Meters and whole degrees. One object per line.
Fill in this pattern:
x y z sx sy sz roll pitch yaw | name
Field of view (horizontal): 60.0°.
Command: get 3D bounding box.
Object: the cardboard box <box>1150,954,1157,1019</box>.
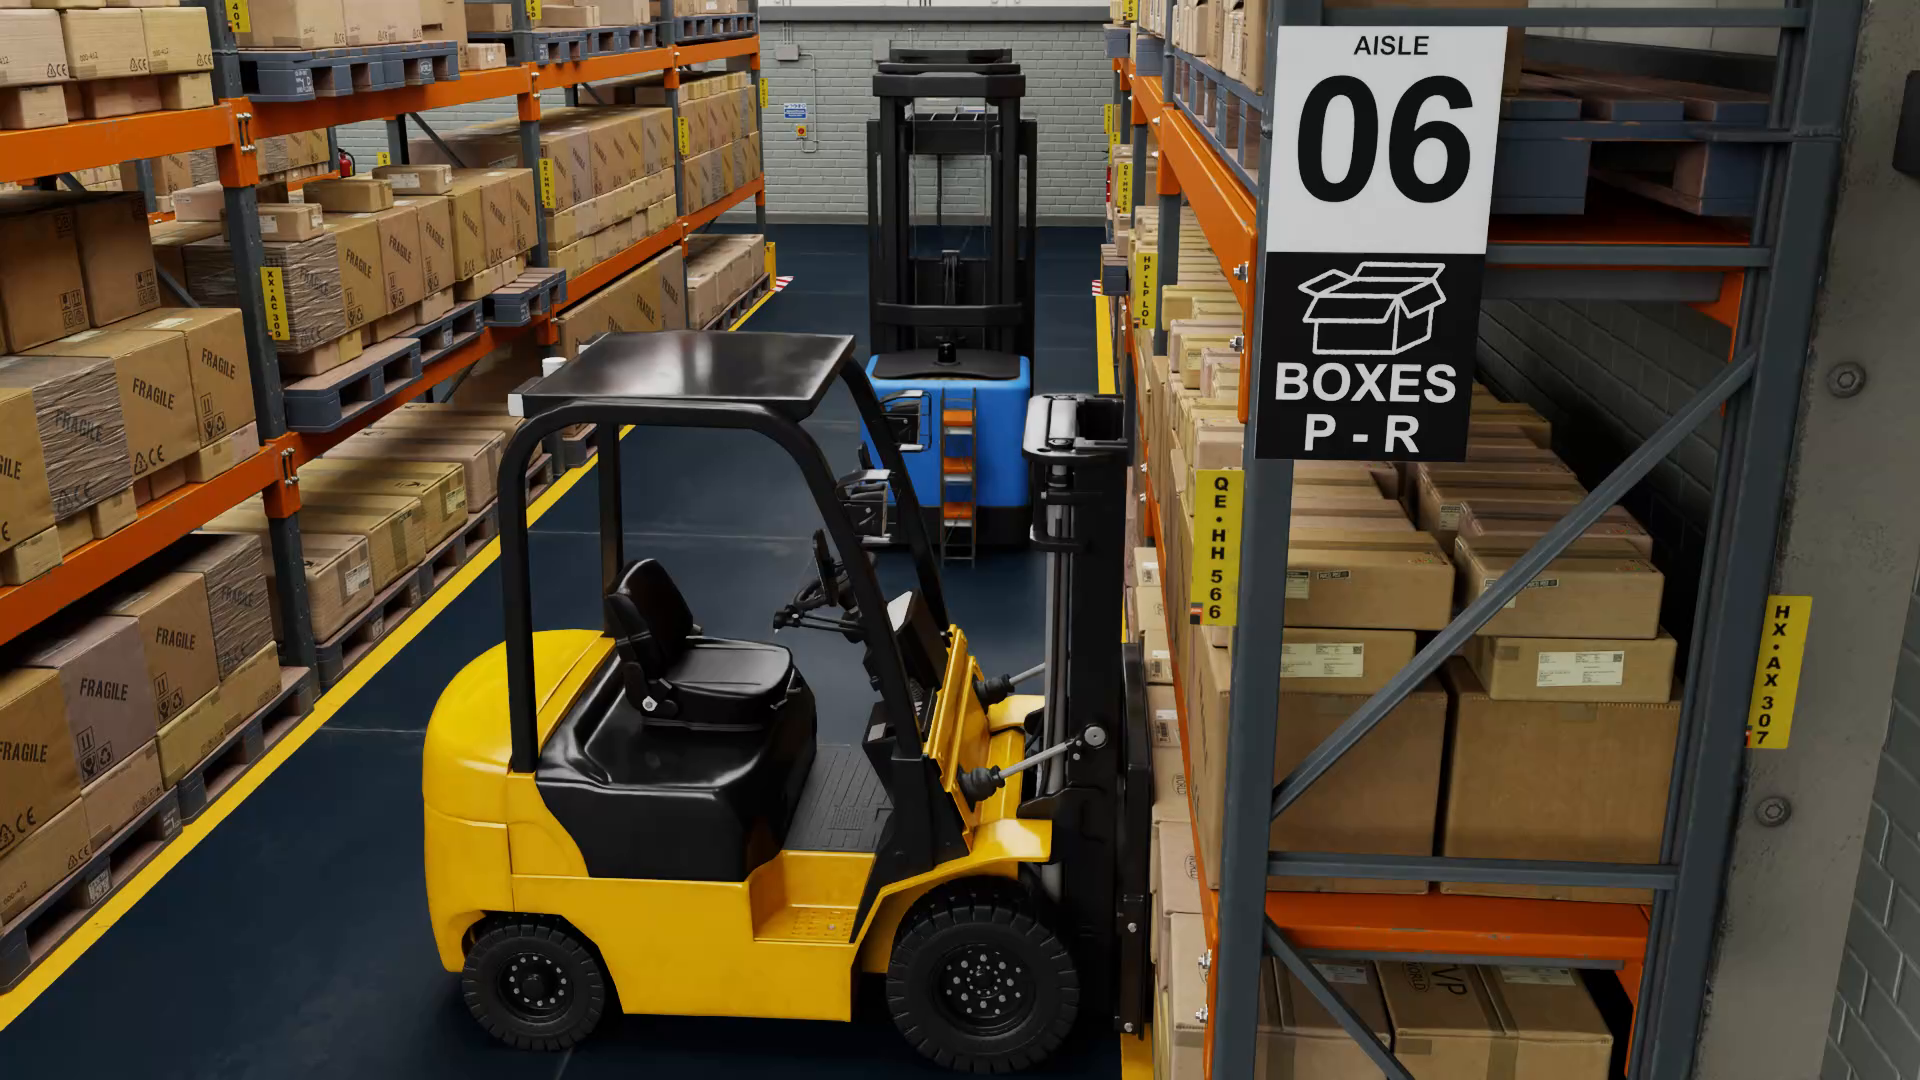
0.863 1.342 5.252 0.500 0.250 0.500 1 18 5 | cardboard box

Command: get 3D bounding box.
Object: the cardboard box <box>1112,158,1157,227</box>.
1.564 -2.727 13.093 0.700 0.500 0.500 1 18 4 | cardboard box

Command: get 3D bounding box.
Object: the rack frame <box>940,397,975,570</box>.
-0.014 -0.324 9.727 0.200 1.050 0.008 1 18 2 | rack frame

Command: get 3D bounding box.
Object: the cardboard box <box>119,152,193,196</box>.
-7.694 -3.556 15.819 0.500 0.500 0.500 1 18 3 | cardboard box

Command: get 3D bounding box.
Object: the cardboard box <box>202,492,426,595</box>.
-3.527 0.008 9.127 0.950 0.372 0.625 2 18 7 | cardboard box

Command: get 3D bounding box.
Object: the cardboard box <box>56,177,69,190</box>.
-7.866 -3.068 14.221 0.380 0.149 0.250 1 18 2 | cardboard box

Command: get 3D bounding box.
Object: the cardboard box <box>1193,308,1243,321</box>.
1.085 -0.787 6.329 0.380 0.149 0.250 1 18 3 | cardboard box

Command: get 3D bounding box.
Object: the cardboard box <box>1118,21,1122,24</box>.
1.726 -4.842 15.330 0.500 0.250 0.500 1 18 2 | cardboard box

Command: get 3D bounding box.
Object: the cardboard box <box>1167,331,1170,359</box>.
1.056 -0.808 6.869 0.380 0.149 0.250 1 18 3 | cardboard box

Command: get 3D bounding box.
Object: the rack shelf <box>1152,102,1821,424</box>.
1.198 -1.008 5.019 1.077 0.370 4.000 1 18 4 | rack shelf

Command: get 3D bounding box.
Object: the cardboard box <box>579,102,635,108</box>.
-3.278 -3.815 15.482 0.500 0.500 0.500 1 18 3 | cardboard box

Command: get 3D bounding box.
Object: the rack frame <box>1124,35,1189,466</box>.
1.628 -1.788 11.061 1.000 3.000 0.127 1 18 4 | rack frame

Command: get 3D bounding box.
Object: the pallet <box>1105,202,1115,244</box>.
1.749 -2.693 14.132 1.003 0.211 1.213 1 18 4 | pallet

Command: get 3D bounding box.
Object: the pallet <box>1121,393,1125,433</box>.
1.809 -1.071 13.354 1.003 0.211 1.213 1 18 4 | pallet

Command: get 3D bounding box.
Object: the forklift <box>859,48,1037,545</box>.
-0.042 -1.770 11.118 1.130 2.935 3.031 1 18 2 | forklift

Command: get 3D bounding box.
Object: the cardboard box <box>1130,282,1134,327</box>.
1.311 -1.428 10.204 0.500 0.250 0.500 1 18 3 | cardboard box

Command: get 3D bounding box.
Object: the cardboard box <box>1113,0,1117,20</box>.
1.420 -4.262 13.364 0.380 0.149 0.250 2 18 5 | cardboard box

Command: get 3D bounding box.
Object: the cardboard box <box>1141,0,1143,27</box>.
1.333 -3.288 9.827 0.500 0.500 0.500 1 18 4 | cardboard box

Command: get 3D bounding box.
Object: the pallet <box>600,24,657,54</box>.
-3.053 -4.188 13.877 0.805 0.209 1.217 1 18 2 | pallet

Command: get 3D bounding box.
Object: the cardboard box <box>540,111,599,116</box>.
-3.364 -3.373 14.134 0.500 0.500 0.500 1 18 4 | cardboard box

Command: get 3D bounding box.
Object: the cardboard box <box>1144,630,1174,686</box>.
0.923 0.543 6.083 0.500 0.250 0.500 2 18 6 | cardboard box

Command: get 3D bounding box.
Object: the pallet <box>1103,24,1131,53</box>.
1.798 -4.165 13.801 1.213 0.211 1.003 1 18 4 | pallet

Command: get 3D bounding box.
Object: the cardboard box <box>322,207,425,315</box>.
-3.206 -1.491 8.844 0.500 0.500 0.500 1 18 4 | cardboard box

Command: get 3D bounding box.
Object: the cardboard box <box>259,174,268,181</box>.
-7.616 -3.836 17.716 0.380 0.149 0.250 1 18 2 | cardboard box

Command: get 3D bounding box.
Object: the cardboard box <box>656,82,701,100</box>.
-2.697 -4.299 15.917 0.380 0.149 0.250 1 18 4 | cardboard box

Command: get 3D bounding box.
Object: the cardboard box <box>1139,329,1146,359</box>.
1.151 -1.030 8.186 0.500 0.250 0.500 1 18 2 | cardboard box

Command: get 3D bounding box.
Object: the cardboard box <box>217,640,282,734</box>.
-3.384 0.642 7.388 0.500 0.250 0.500 2 18 6 | cardboard box

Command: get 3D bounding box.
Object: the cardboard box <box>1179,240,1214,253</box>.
1.307 -1.567 9.185 0.380 0.149 0.250 1 18 4 | cardboard box

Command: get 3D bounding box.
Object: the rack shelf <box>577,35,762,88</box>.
-2.893 -4.844 16.728 1.077 0.370 4.000 1 18 4 | rack shelf

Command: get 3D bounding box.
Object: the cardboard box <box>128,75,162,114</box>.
-3.434 -1.780 6.623 0.380 0.149 0.250 2 18 5 | cardboard box

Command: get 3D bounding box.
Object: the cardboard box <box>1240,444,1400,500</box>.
0.940 -0.151 4.386 0.380 0.149 0.250 1 18 4 | cardboard box

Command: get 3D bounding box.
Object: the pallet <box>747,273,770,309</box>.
-2.729 -2.807 18.649 1.003 0.211 1.213 1 18 4 | pallet

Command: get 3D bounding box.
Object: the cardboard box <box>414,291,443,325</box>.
-3.134 -1.304 9.314 0.380 0.149 0.250 2 18 6 | cardboard box

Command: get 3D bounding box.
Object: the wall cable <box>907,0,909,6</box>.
-1.873 -8.988 23.401 2.355 3.000 0.029 1 18 4 | wall cable

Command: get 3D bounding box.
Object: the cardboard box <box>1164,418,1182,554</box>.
0.993 -0.141 5.876 0.500 0.500 0.500 1 18 3 | cardboard box

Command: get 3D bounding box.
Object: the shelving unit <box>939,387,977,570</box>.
-0.010 -0.362 9.843 0.215 1.050 0.252 1 18 2 | shelving unit

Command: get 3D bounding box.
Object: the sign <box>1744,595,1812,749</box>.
1.608 0.262 3.288 0.100 0.325 0.005 1 18 4 | sign

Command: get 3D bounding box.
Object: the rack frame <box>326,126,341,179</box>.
-7.694 -4.461 19.220 1.000 3.000 0.127 1 18 4 | rack frame

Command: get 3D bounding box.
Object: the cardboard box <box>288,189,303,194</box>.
-3.648 -1.824 9.859 0.500 0.500 0.500 2 18 5 | cardboard box

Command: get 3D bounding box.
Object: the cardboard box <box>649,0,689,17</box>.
-2.785 -5.038 15.167 0.500 0.500 0.500 2 18 5 | cardboard box

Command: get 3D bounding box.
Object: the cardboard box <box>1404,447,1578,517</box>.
1.381 -0.139 4.350 0.380 0.149 0.250 1 18 4 | cardboard box

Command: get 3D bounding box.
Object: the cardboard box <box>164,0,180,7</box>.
-3.415 -2.237 6.737 0.380 0.149 0.250 2 18 5 | cardboard box

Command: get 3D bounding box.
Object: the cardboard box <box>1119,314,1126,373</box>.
1.587 -1.576 13.755 0.500 0.500 0.500 1 18 2 | cardboard box

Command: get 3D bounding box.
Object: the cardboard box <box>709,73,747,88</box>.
-2.504 -4.935 17.860 0.380 0.149 0.250 1 18 3 | cardboard box

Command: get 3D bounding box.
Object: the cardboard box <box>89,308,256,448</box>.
-3.394 -0.700 7.104 0.500 0.500 0.500 1 18 3 | cardboard box

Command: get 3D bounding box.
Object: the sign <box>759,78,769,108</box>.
-2.209 -5.028 18.711 0.100 0.325 0.005 1 18 4 | sign

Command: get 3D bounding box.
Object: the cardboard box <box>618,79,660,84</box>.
-3.177 -4.469 16.436 0.380 0.149 0.250 1 18 3 | cardboard box

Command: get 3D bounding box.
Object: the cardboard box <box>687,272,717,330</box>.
-2.884 -2.314 16.108 0.875 0.438 0.875 1 18 3 | cardboard box

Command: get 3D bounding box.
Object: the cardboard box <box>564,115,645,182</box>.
-2.904 -3.200 13.605 0.500 0.500 0.500 2 18 6 | cardboard box

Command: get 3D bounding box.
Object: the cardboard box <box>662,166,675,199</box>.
-2.826 -3.163 14.698 0.500 0.250 0.500 1 18 4 | cardboard box

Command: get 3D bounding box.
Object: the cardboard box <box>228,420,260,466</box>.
-3.329 -0.429 7.318 0.380 0.149 0.250 1 18 3 | cardboard box

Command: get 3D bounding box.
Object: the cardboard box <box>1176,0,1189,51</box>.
1.039 -1.922 5.964 0.500 0.311 0.500 2 18 5 | cardboard box

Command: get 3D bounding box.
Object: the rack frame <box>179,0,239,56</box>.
-3.610 -3.506 6.670 1.000 3.000 0.127 1 18 4 | rack frame

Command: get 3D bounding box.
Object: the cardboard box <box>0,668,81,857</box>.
-3.485 0.768 5.798 0.500 0.500 0.500 2 18 5 | cardboard box

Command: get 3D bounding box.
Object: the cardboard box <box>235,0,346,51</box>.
-3.168 -2.381 7.622 0.500 0.250 0.500 1 18 2 | cardboard box
